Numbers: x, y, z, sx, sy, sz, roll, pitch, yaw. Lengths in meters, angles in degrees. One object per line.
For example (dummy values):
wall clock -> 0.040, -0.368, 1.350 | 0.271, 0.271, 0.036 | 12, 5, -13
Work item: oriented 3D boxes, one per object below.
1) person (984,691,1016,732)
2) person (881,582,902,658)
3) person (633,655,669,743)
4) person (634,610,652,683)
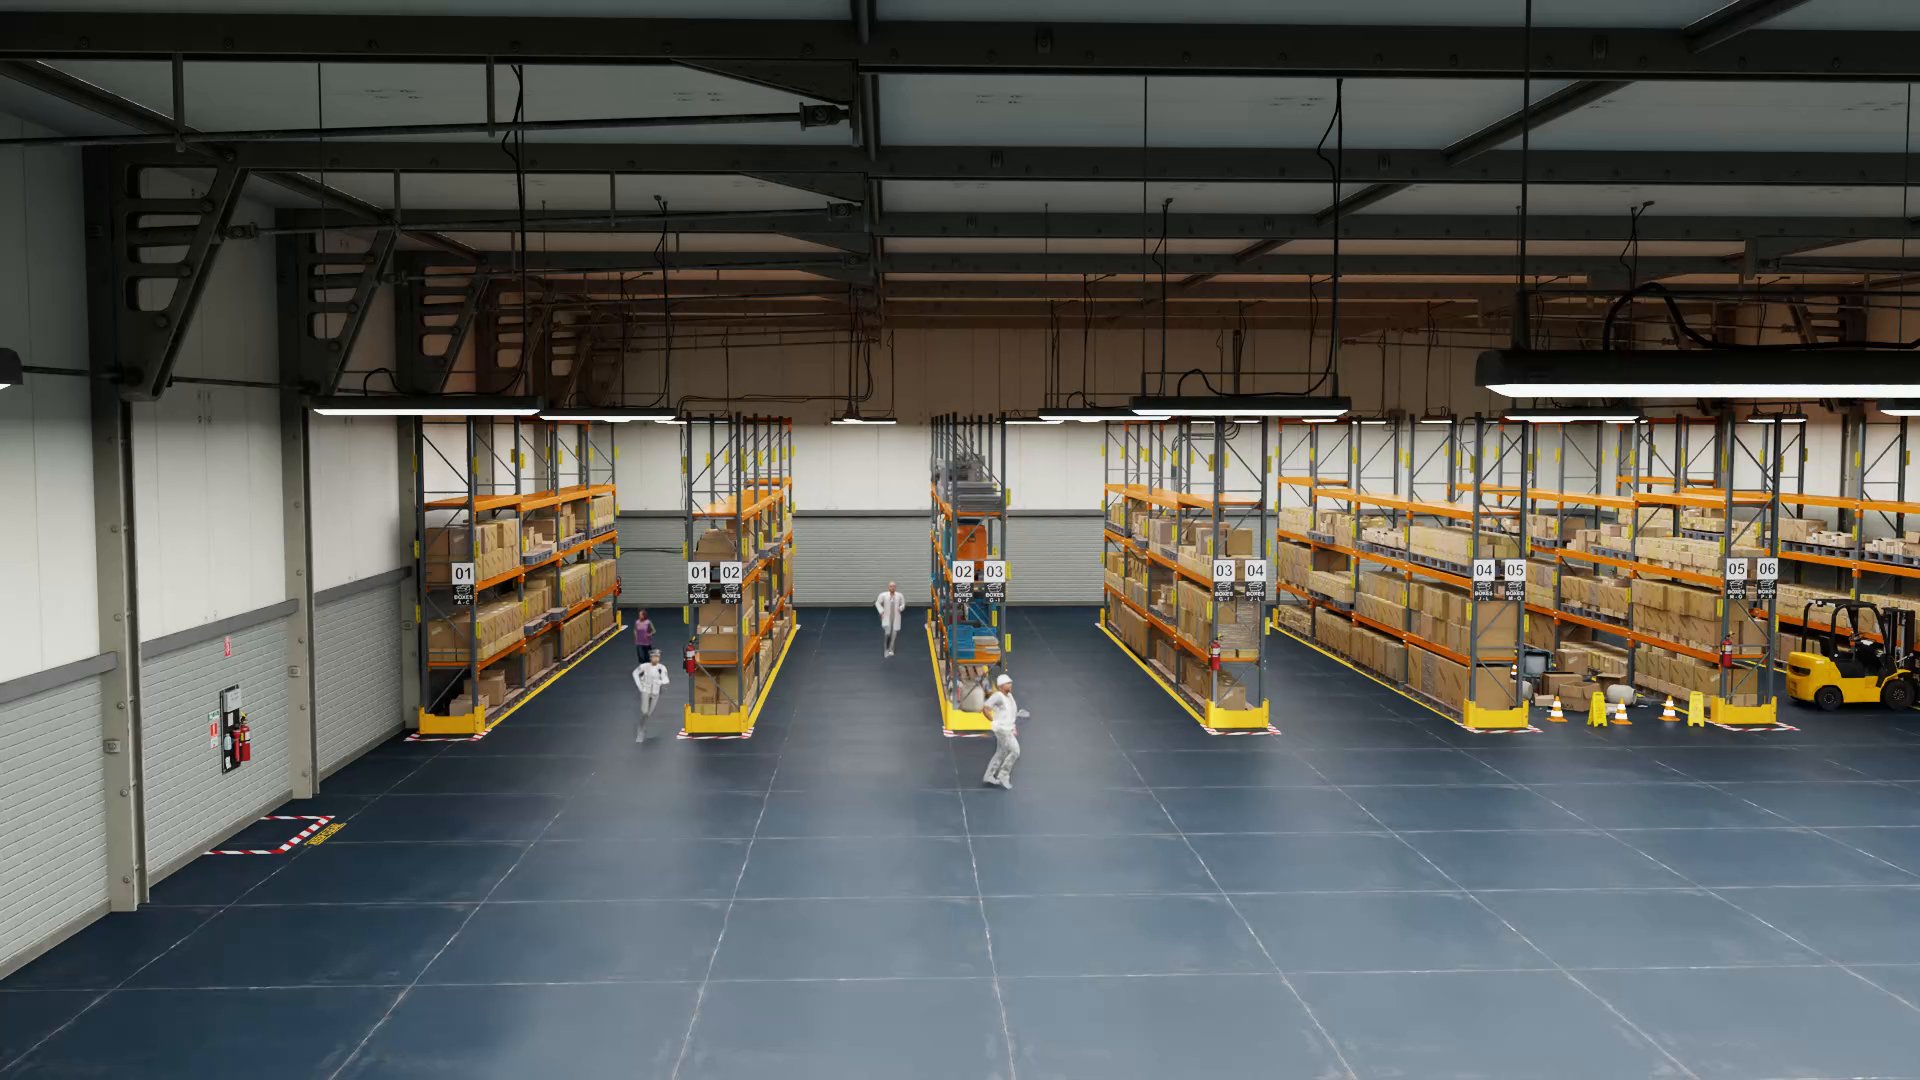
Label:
person -> 0.663, 2.717, 26.411 | 0.442, 0.630, 0.634 | 1, 4, 17
person -> -1.619, 1.898, 39.317 | 0.643, 1.809, 0.694 | -1, 4, -11
person -> -5.682, 2.851, 30.509 | 0.645, 1.664, 0.693 | -2, 4, -22
person -> -7.132, 2.374, 37.525 | 0.484, 1.606, 0.815 | 0, 4, -2
